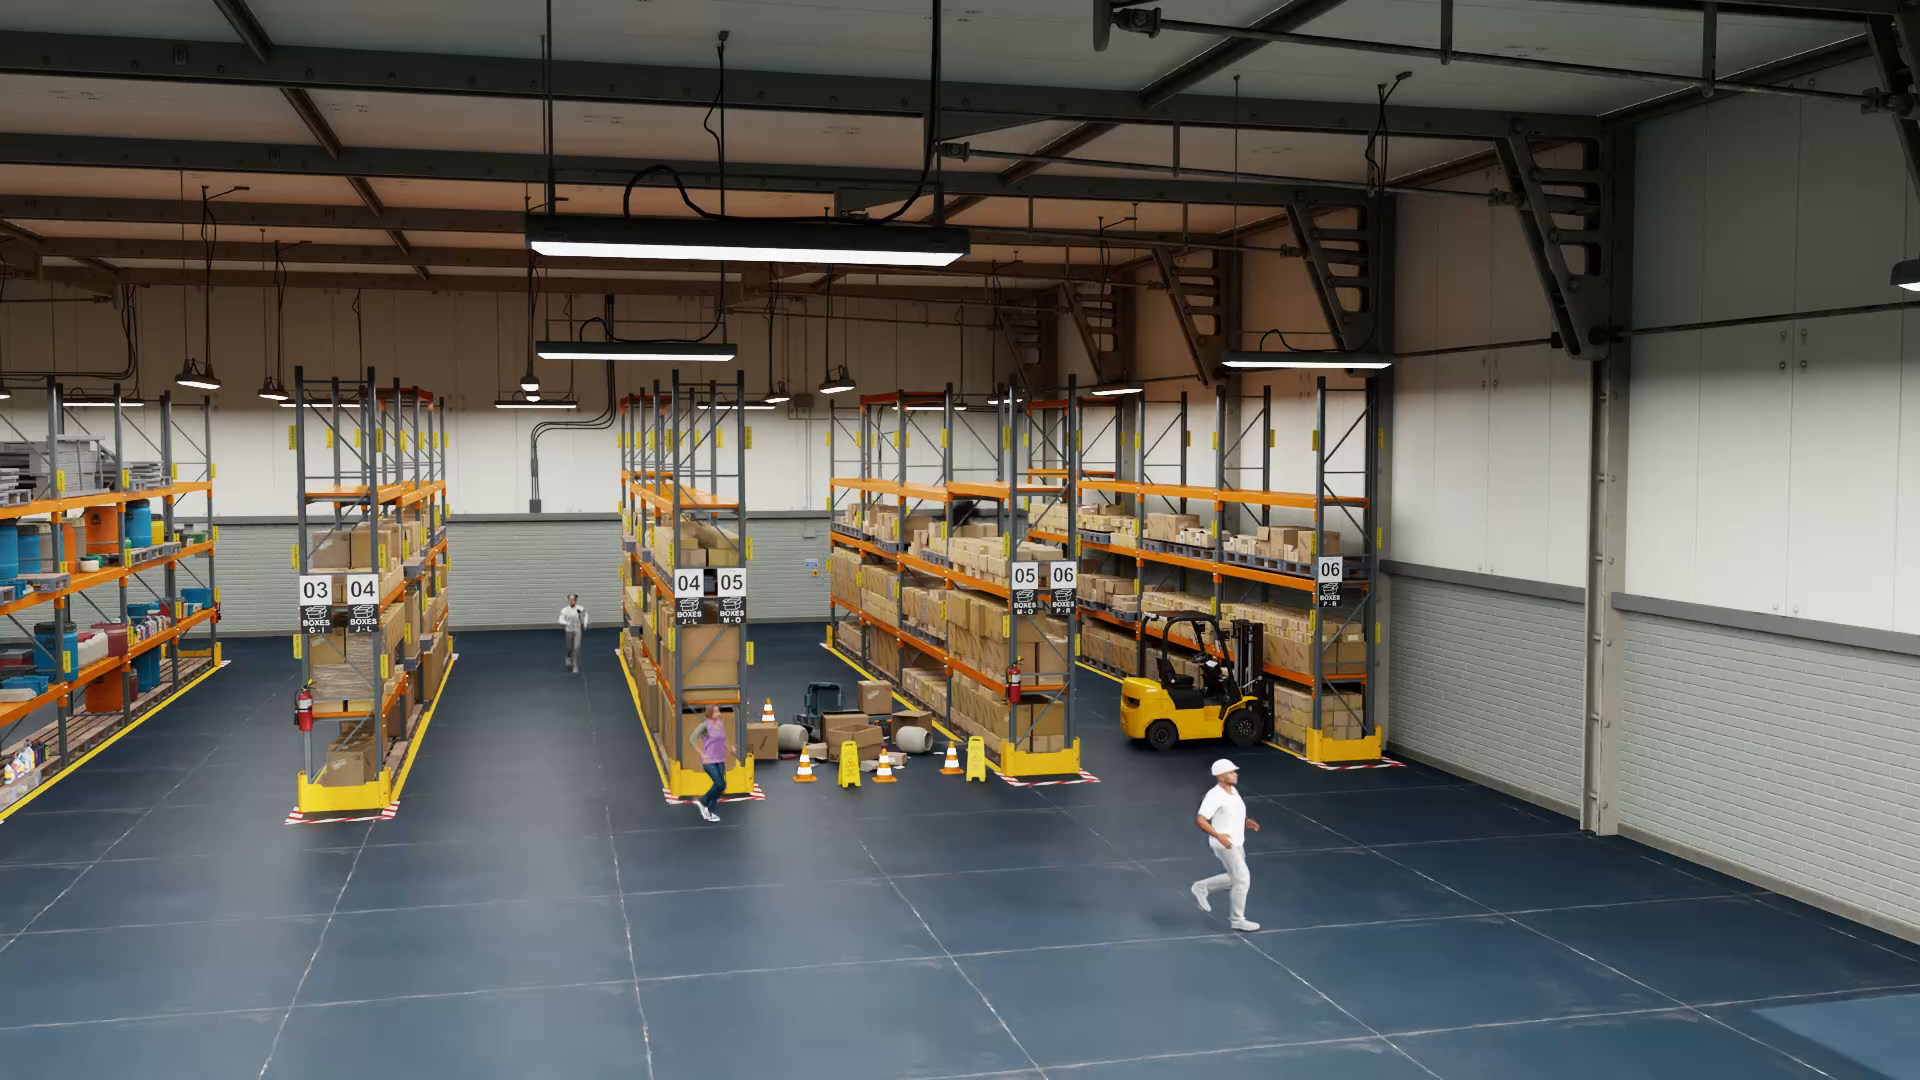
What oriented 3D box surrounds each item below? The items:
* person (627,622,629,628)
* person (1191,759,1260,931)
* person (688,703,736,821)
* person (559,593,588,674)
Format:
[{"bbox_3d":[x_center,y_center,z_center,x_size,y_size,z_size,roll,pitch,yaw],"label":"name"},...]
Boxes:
[{"bbox_3d":[-7.719,1.730,40.079,0.773,1.800,0.673,-2,4,-31],"label":"person"},{"bbox_3d":[2.717,3.117,17.105,0.795,1.732,0.712,2,4,30],"label":"person"},{"bbox_3d":[-3.197,2.921,21.788,0.511,1.559,0.548,2,4,35],"label":"person"},{"bbox_3d":[-8.391,2.002,36.125,0.623,1.715,0.934,-1,3,-12],"label":"person"}]
